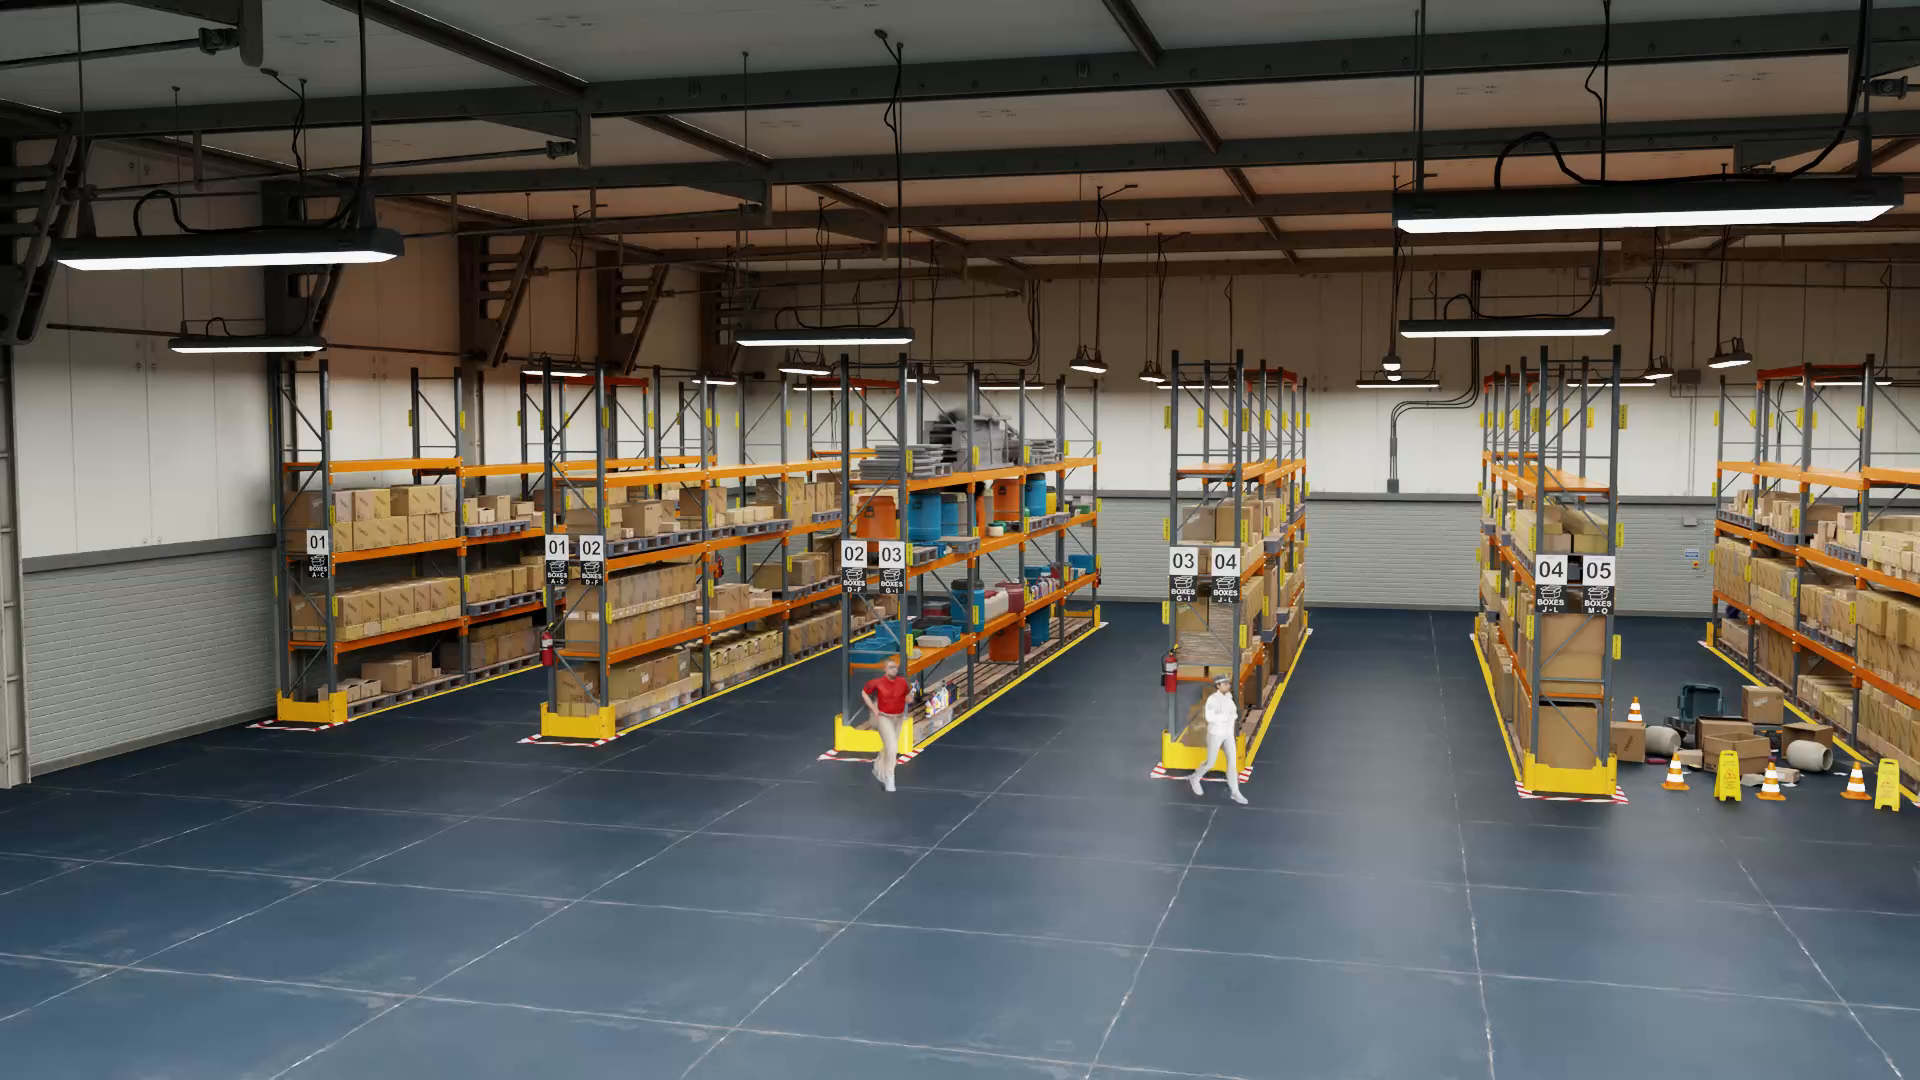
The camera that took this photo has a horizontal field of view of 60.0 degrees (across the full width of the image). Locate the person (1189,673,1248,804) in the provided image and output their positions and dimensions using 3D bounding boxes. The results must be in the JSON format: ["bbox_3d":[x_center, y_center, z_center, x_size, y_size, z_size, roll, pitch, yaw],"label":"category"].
[{"bbox_3d":[3.393,2.552,21.755,0.618,1.678,0.938,-3,5,-35],"label":"person"}]

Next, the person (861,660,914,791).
[{"bbox_3d":[-0.952,2.530,22.765,0.640,1.810,0.791,-3,5,-40],"label":"person"}]

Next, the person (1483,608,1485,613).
[{"bbox_3d":[12.564,1.361,39.015,0.671,1.744,0.754,1,4,10],"label":"person"}]

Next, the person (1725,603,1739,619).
[{"bbox_3d":[17.646,1.463,38.003,0.650,1.608,0.757,-4,6,-44],"label":"person"}]
